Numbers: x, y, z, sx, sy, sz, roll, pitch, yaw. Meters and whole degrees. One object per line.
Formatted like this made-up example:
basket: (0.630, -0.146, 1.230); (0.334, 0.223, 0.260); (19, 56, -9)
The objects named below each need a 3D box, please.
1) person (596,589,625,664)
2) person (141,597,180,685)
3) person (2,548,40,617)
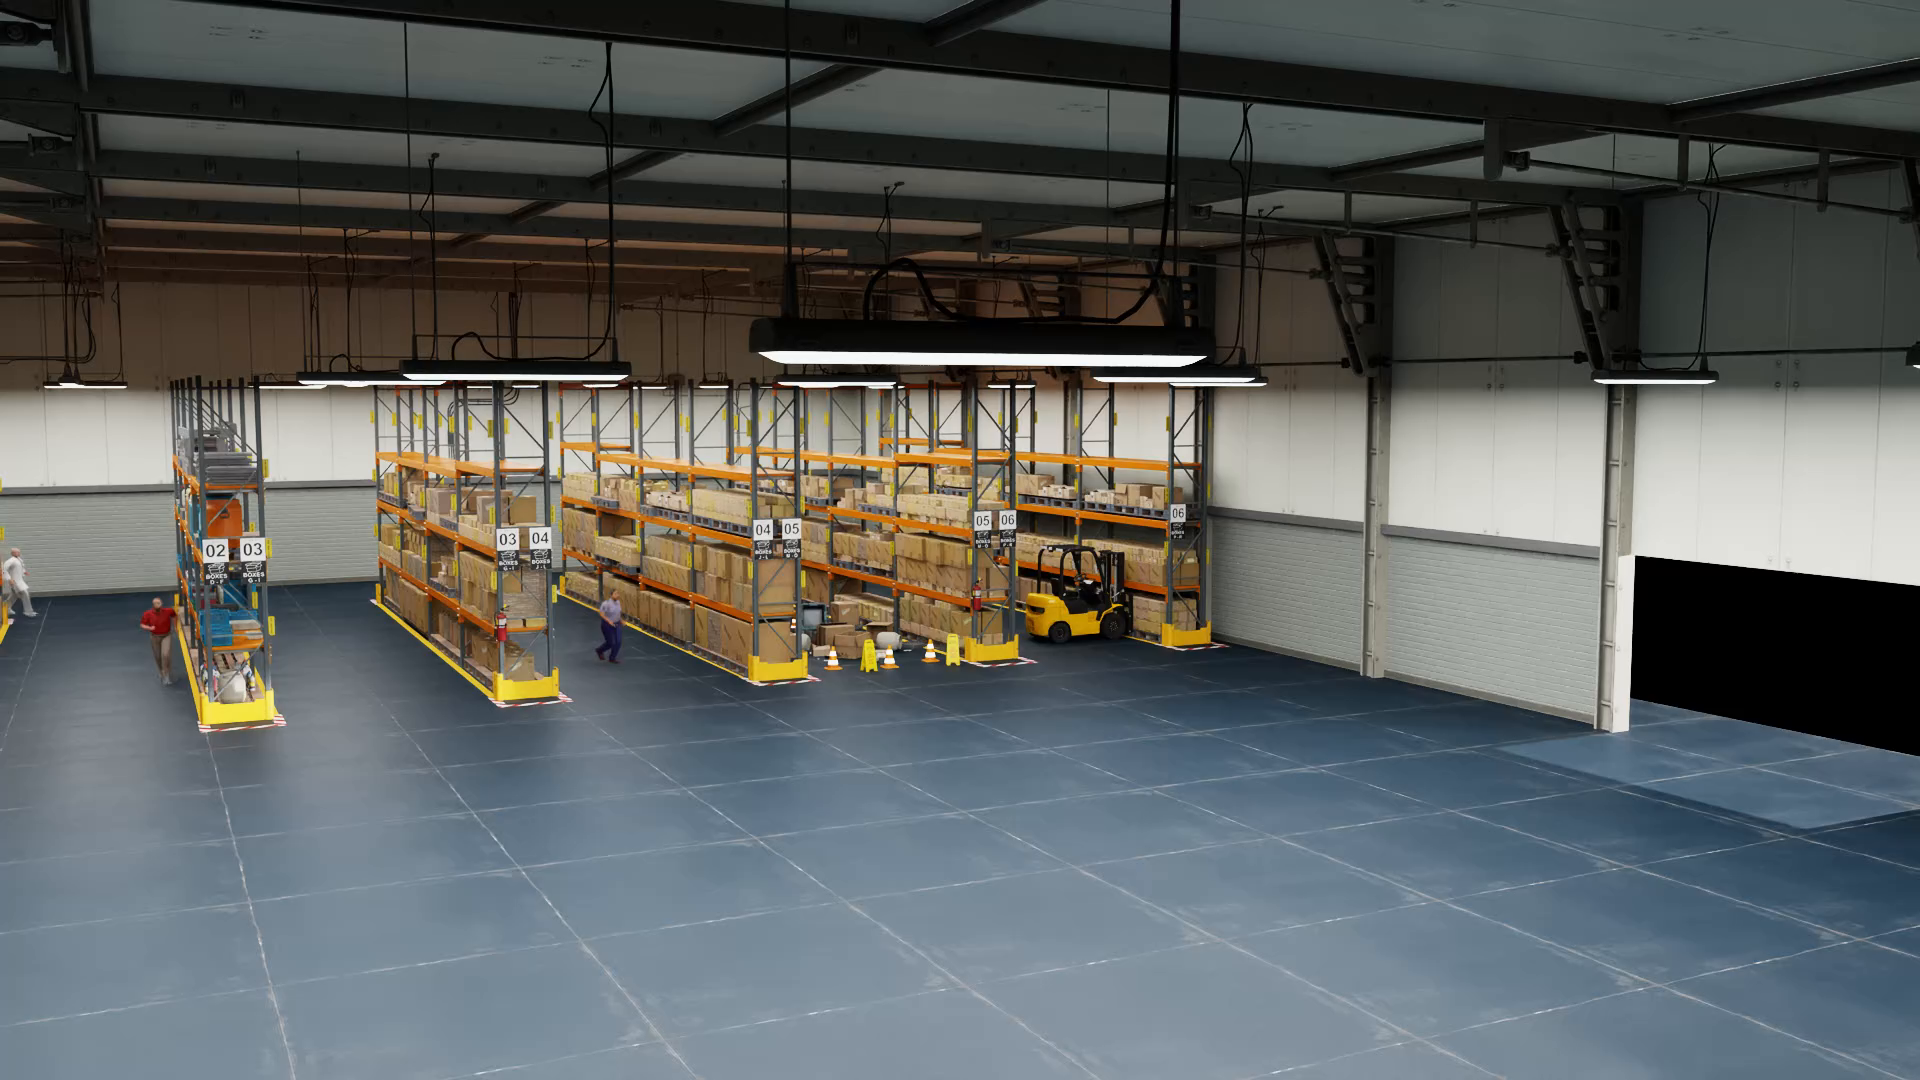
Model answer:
person: (-7.397, 1.820, 35.158); (0.589, 1.595, 0.606); (4, 6, 38)
person: (-15.802, 1.960, 32.893); (0.667, 1.707, 0.999); (-2, 5, -17)
person: (-23.922, 1.083, 42.152); (0.942, 1.793, 0.770); (-1, 5, -15)
